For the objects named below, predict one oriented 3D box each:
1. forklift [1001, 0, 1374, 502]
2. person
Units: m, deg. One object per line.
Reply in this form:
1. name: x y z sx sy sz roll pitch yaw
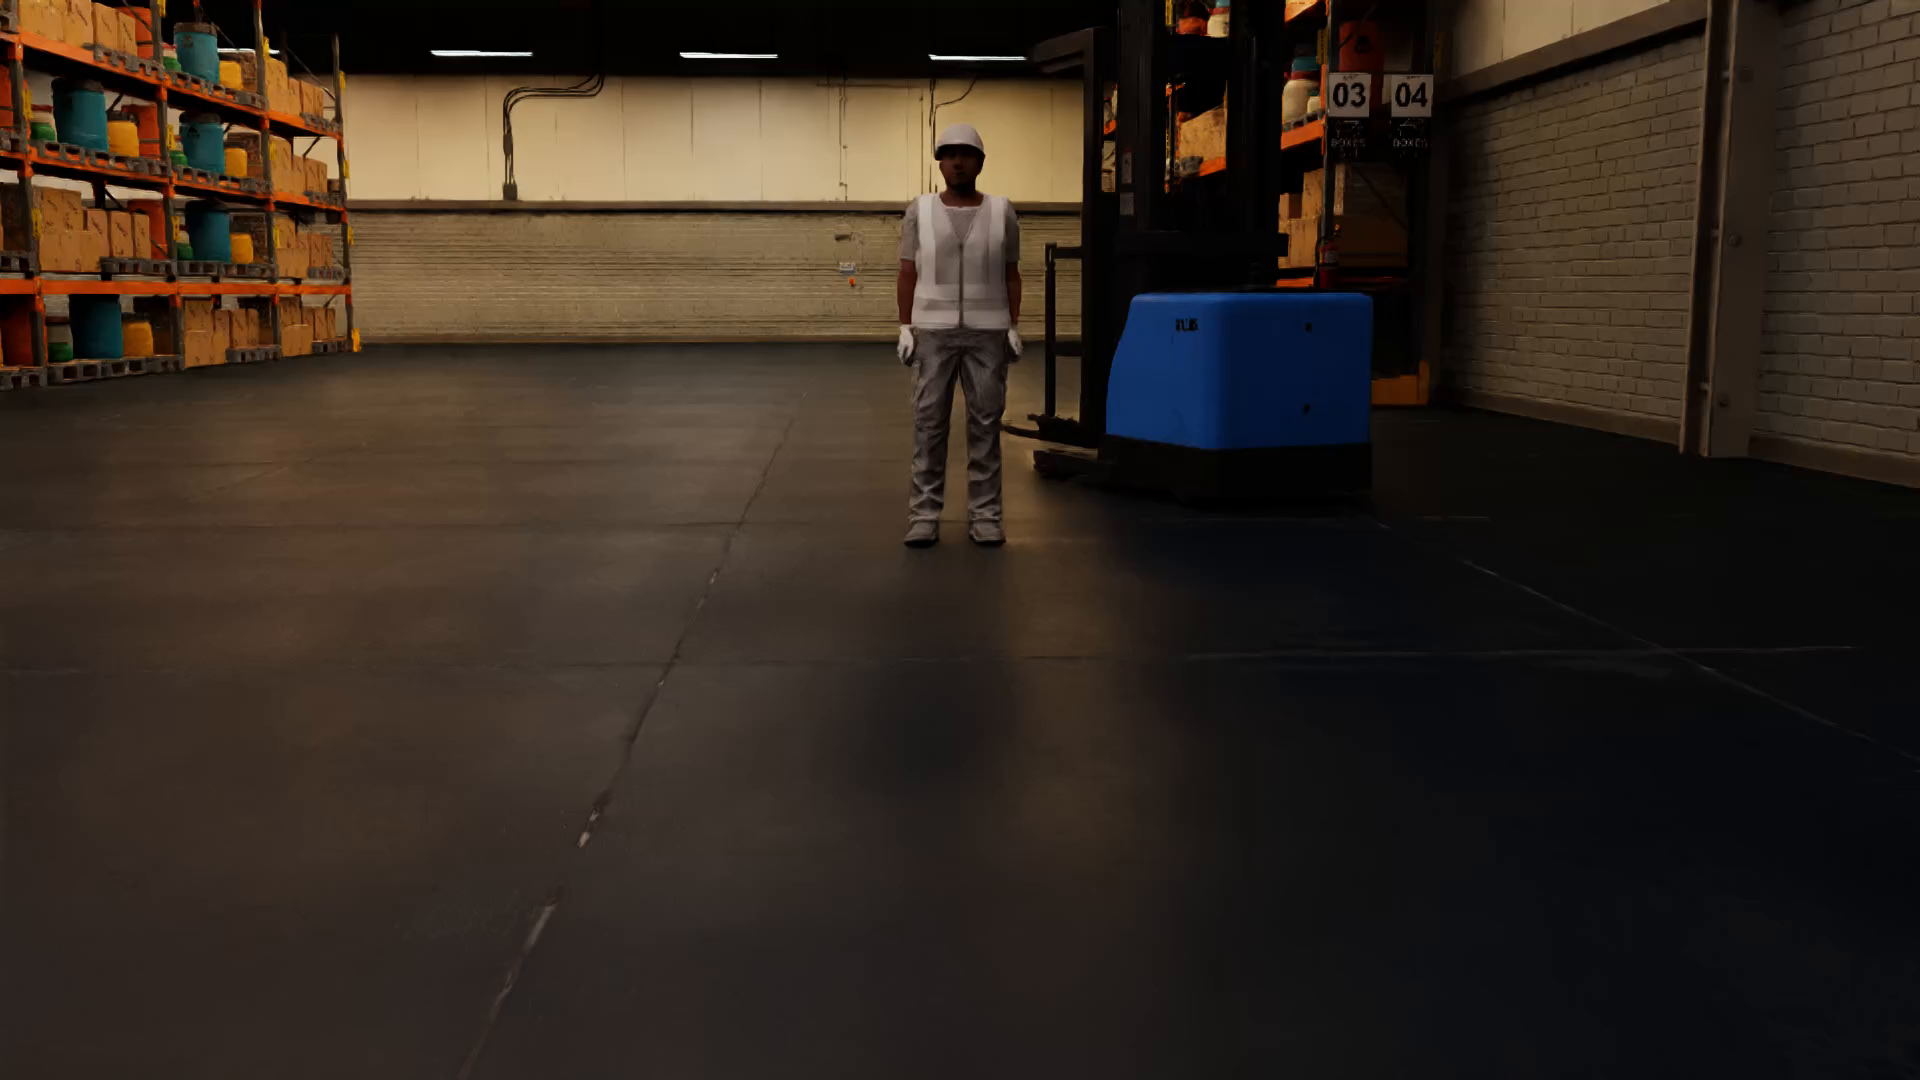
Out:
1. forklift: 1.090 -1.820 9.587 1.130 2.935 3.031 -4 9 -23
2. person: 0.002 -0.882 7.166 0.546 1.790 0.365 -1 8 -4
